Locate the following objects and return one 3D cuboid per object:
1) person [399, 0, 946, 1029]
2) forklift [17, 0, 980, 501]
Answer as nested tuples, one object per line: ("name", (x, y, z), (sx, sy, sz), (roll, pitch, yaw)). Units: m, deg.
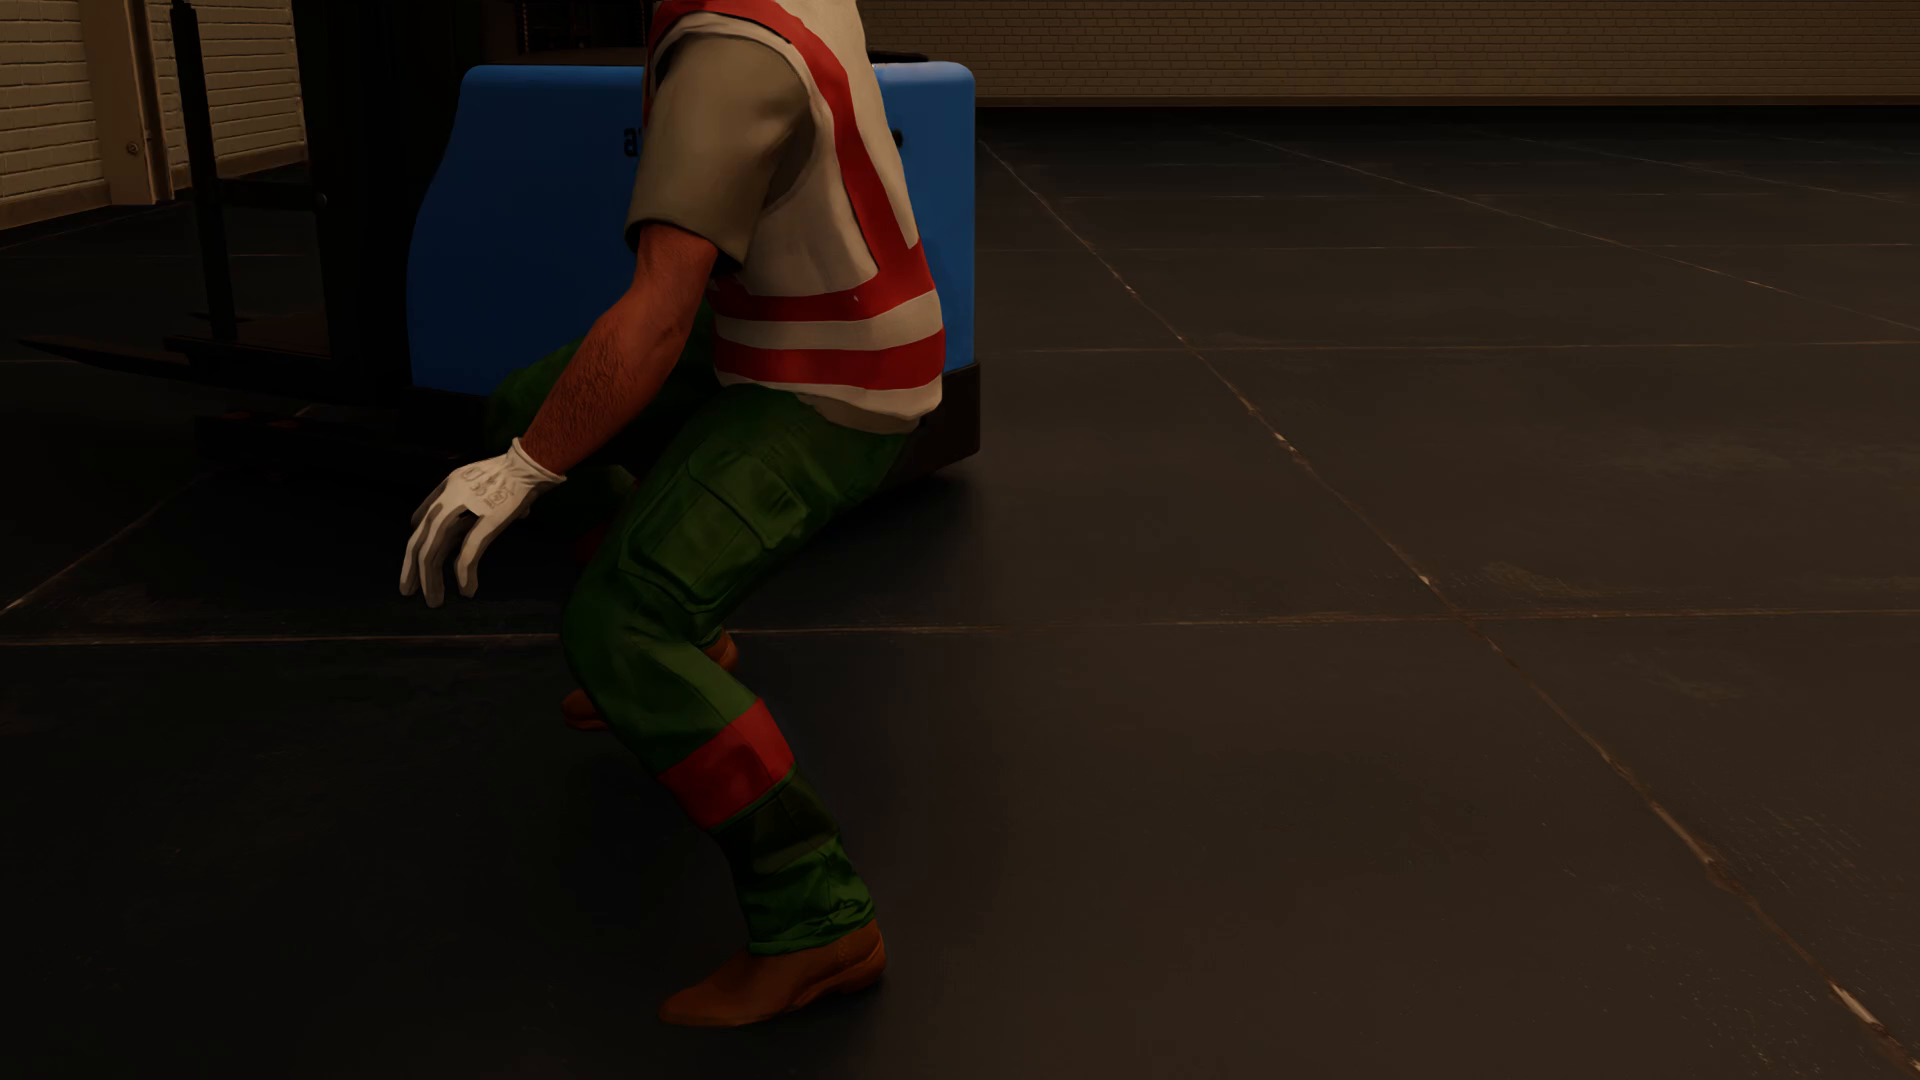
("person", (-0.353, -0.233, 2.172), (0.678, 1.539, 0.833), (-3, 17, -10))
("forklift", (-1.480, -1.678, 4.392), (3.031, 2.935, 1.130), (10, 20, 29))
